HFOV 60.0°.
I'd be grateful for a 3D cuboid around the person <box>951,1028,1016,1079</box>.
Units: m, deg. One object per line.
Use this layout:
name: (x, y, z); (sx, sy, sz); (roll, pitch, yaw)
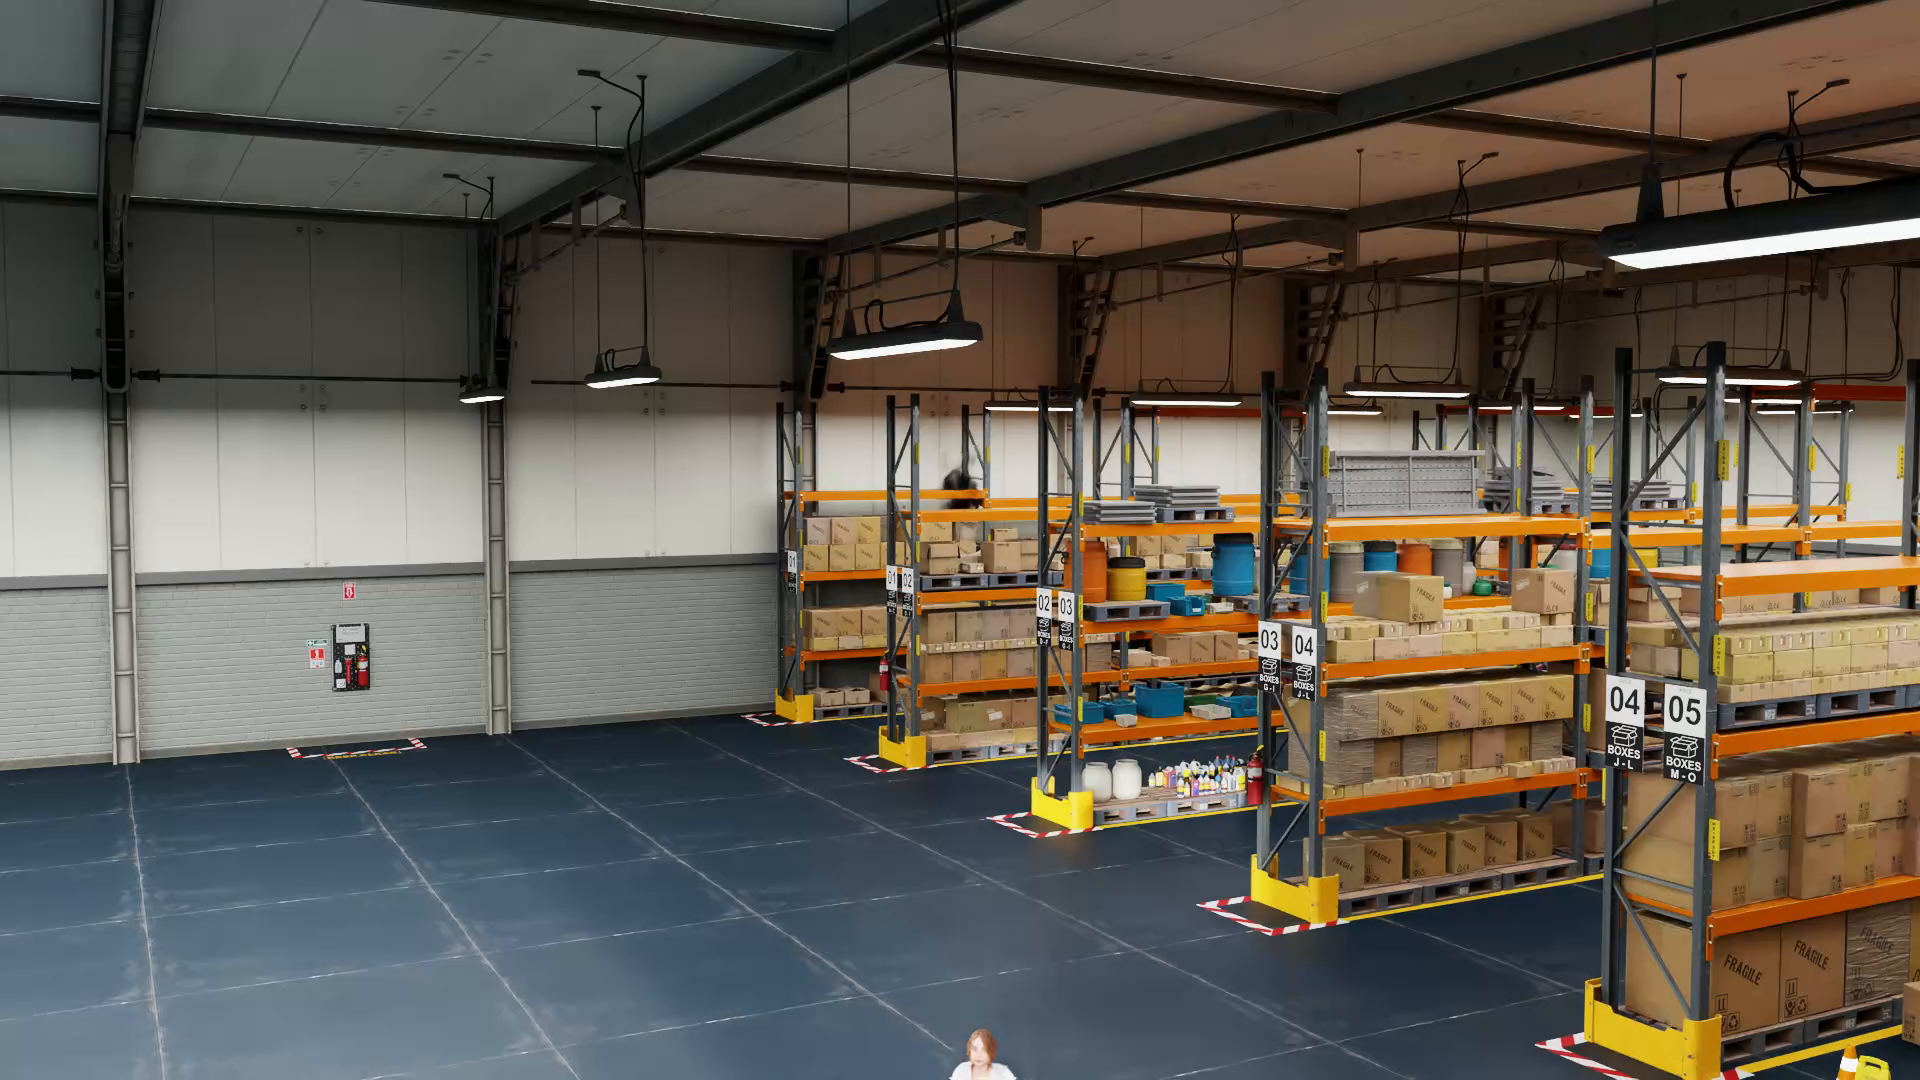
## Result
person: (0.153, 3.800, 10.387); (0.566, 1.557, 0.577); (1, 3, 11)
